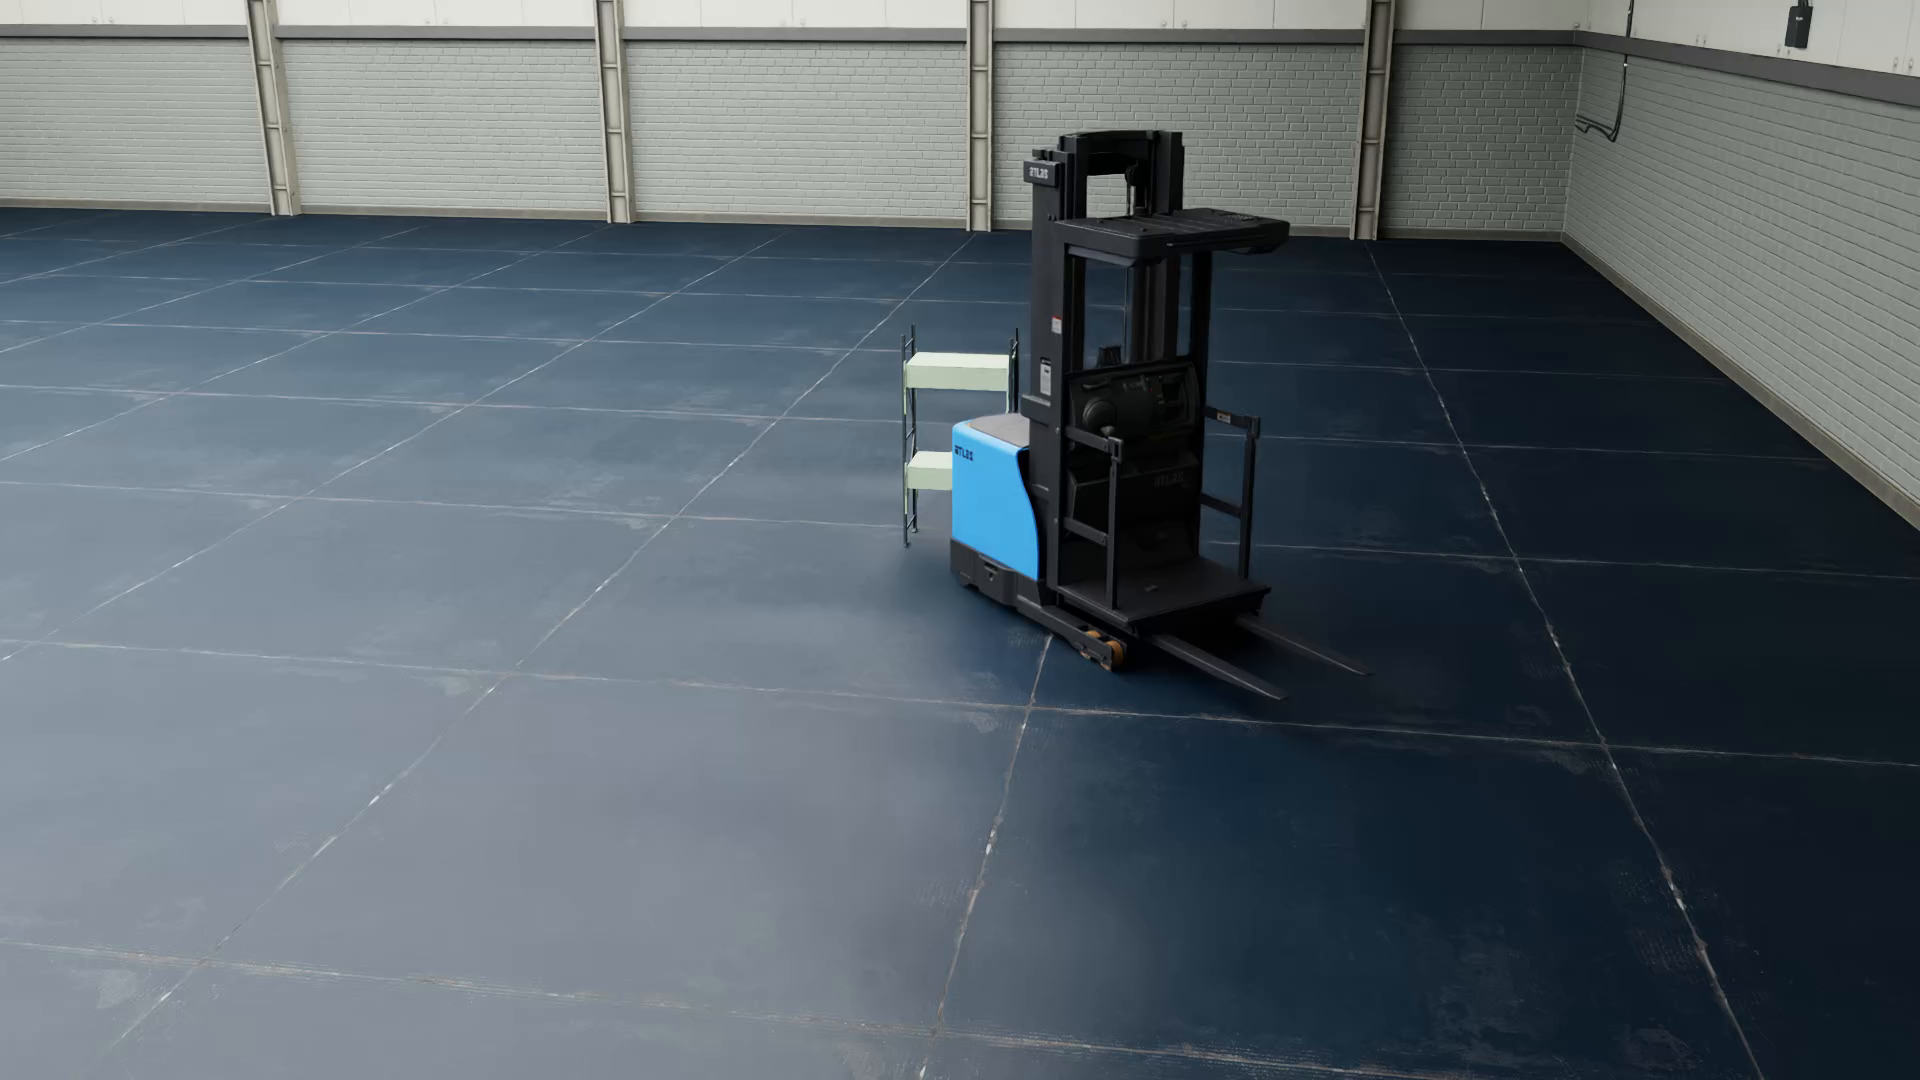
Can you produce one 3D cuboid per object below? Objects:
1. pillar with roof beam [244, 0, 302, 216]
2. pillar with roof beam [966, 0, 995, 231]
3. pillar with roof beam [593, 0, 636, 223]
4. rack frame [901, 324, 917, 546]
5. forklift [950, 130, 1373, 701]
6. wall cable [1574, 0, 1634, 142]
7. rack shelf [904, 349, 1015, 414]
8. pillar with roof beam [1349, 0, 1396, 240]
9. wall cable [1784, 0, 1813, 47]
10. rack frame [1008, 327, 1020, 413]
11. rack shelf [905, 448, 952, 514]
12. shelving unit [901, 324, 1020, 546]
[{"bbox_3d":[-12.209,-8.499,23.023,0.400,9.000,9.100,3,19,9],"label":"pillar with roof beam"},{"bbox_3d":[-0.361,-7.896,21.218,0.400,9.000,9.100,3,19,9],"label":"pillar with roof beam"},{"bbox_3d":[-6.285,-8.198,22.121,0.400,9.000,9.100,3,19,9],"label":"pillar with roof beam"},{"bbox_3d":[-0.355,-0.729,11.619,0.023,1.500,0.400,3,19,9],"label":"rack frame"},{"bbox_3d":[1.142,-0.813,9.614,1.130,2.935,3.031,-11,22,-30],"label":"forklift"},{"bbox_3d":[8.945,-6.907,23.158,0.112,2.526,3.097,3,19,9],"label":"wall cable"},{"bbox_3d":[0.007,-1.081,11.440,0.720,0.370,0.431,3,19,9],"label":"rack shelf"},{"bbox_3d":[5.563,-7.594,20.316,0.400,9.000,9.100,3,19,9],"label":"pillar with roof beam"},{"bbox_3d":[7.423,-7.019,13.239,0.169,6.003,2.305,3,19,9],"label":"wall cable"},{"bbox_3d":[0.368,-0.692,11.509,0.023,1.500,0.400,3,19,9],"label":"rack frame"},{"bbox_3d":[0.007,-0.402,11.668,0.720,0.370,0.431,3,19,9],"label":"rack shelf"},{"bbox_3d":[0.007,-0.711,11.564,0.755,1.500,0.431,3,19,9],"label":"shelving unit"}]
